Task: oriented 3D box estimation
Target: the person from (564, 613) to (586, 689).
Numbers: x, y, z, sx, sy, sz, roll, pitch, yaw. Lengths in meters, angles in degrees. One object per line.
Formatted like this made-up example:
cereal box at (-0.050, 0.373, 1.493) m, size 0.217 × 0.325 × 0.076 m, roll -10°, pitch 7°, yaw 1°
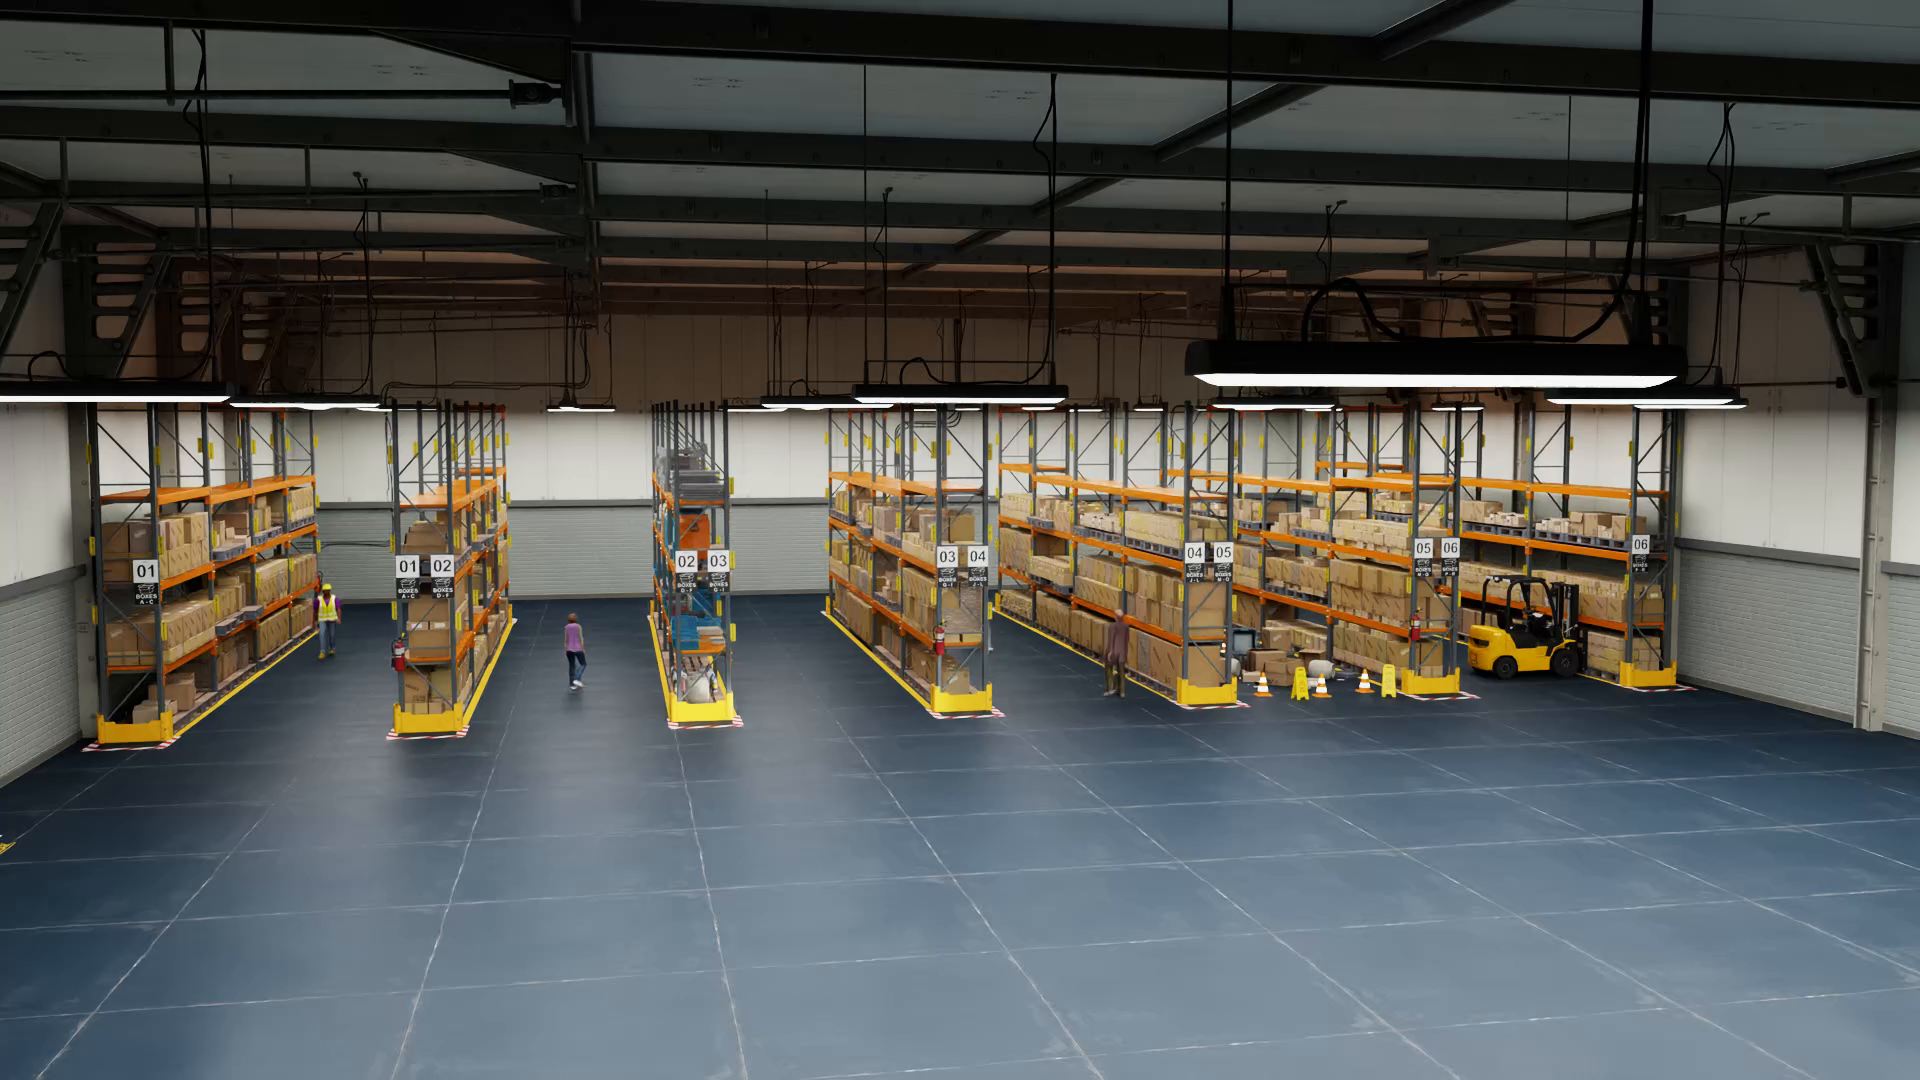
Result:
person at (-8.037, 2.320, 34.626) m, size 0.455 × 1.597 × 0.422 m, roll 1°, pitch 4°, yaw 12°

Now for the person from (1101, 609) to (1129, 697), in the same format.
person at (3.215, 2.329, 33.725) m, size 0.568 × 1.819 × 0.607 m, roll -1°, pitch 5°, yaw -17°

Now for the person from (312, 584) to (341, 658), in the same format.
person at (-14.913, 1.890, 39.133) m, size 0.658 × 1.696 × 1.067 m, roll -2°, pitch 5°, yaw -21°

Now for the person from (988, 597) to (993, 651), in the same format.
person at (0.503, 1.855, 40.373) m, size 0.480 × 1.617 × 1.032 m, roll -2°, pitch 5°, yaw -24°
